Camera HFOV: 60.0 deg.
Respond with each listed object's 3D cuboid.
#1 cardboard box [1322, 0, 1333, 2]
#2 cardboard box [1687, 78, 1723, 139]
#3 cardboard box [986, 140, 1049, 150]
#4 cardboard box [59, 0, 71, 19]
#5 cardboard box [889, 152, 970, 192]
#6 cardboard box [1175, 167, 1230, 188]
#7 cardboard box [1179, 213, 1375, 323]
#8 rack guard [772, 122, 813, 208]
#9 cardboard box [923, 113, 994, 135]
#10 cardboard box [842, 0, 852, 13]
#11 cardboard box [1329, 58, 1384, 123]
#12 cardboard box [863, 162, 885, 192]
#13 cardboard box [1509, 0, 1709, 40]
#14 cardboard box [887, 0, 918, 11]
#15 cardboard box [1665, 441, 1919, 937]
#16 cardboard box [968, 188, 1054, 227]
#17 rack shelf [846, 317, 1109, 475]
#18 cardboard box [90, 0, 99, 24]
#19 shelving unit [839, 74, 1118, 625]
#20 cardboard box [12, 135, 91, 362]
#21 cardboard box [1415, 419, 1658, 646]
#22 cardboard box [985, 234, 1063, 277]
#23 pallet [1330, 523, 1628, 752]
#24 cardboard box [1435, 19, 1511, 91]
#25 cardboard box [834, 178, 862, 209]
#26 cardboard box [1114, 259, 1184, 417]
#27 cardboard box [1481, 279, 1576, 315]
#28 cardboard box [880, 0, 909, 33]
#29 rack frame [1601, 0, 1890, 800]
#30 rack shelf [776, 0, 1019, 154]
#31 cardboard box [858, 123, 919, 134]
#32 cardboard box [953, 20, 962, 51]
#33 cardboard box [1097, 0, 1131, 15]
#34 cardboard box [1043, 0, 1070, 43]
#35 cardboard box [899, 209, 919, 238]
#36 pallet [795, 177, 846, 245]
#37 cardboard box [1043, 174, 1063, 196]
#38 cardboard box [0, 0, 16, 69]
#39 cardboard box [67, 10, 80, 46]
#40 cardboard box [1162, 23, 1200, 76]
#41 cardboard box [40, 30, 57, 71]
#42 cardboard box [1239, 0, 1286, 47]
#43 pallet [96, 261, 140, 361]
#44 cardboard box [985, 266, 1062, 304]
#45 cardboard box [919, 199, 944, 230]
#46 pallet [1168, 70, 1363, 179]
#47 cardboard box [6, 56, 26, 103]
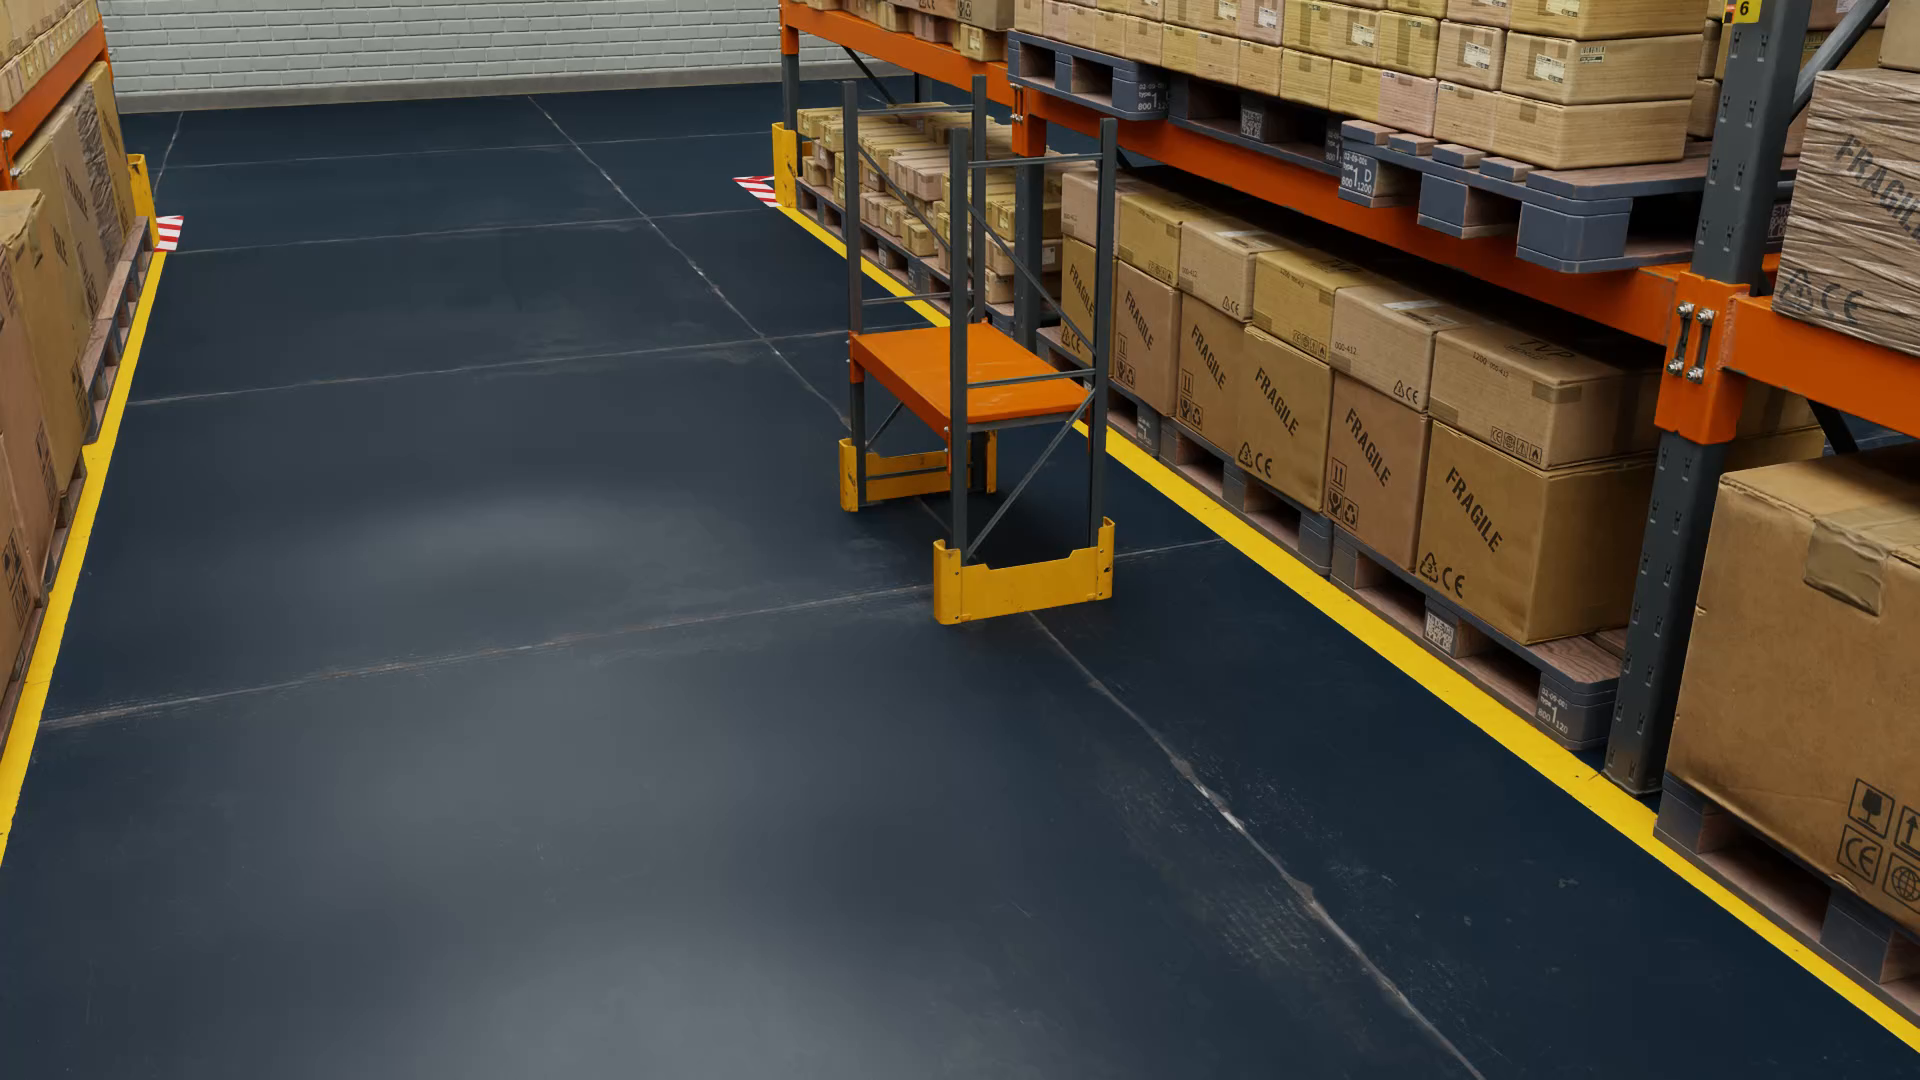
[{"bbox_3d":[1.190,-1.657,4.837,0.380,0.149,0.250,-8,24,-19],"label":"cardboard box"},{"bbox_3d":[2.084,-1.184,4.480,0.380,0.149,0.250,-7,24,-16],"label":"cardboard box"},{"bbox_3d":[0.279,-2.151,9.355,0.380,0.149,0.250,-8,24,-19],"label":"cardboard box"},{"bbox_3d":[-4.575,-2.641,7.963,0.500,0.250,0.500,-9,25,-21],"label":"cardboard box"},{"bbox_3d":[-0.163,-1.983,8.957,0.380,0.149,0.250,-9,25,-21],"label":"cardboard box"},{"bbox_3d":[1.235,-1.423,6.977,0.500,0.250,0.500,-9,24,-20],"label":"cardboard box"},{"bbox_3d":[1.116,-0.975,5.914,0.500,0.250,0.500,-7,24,-17],"label":"cardboard box"},{"bbox_3d":[-0.651,-2.546,11.147,1.175,0.500,0.348,-8,24,-19],"label":"rack guard"},{"bbox_3d":[-0.008,-2.546,10.292,0.380,0.149,0.250,-9,24,-20],"label":"cardboard box"},{"bbox_3d":[-0.477,-3.180,9.755,0.380,0.149,0.250,-7,24,-17],"label":"cardboard box"},{"bbox_3d":[1.282,-1.287,4.725,0.380,0.149,0.250,-9,24,-20],"label":"cardboard box"},{"bbox_3d":[-0.348,-2.141,9.715,0.380,0.149,0.250,-10,25,-22],"label":"cardboard box"},{"bbox_3d":[1.546,-1.286,3.955,0.380,0.149,0.250,-9,25,-21],"label":"cardboard box"},{"bbox_3d":[-0.057,-2.962,8.403,0.500,0.500,0.500,-8,24,-19],"label":"cardboard box"},{"bbox_3d":[2.279,0.258,3.631,1.050,0.750,0.750,-9,24,-20],"label":"cardboard box"},{"bbox_3d":[0.239,-1.607,8.064,0.380,0.149,0.250,-8,24,-18],"label":"cardboard box"},{"bbox_3d":[0.030,-0.494,5.455,0.538,0.185,1.000,-8,24,-19],"label":"rack shelf"},{"bbox_3d":[-4.920,-2.882,9.048,0.380,0.149,0.250,-8,24,-18],"label":"cardboard box"},{"bbox_3d":[0.027,-0.663,5.393,0.587,1.500,1.083,-8,24,-19],"label":"shelving unit"},{"bbox_3d":[-4.099,-1.093,6.677,0.875,0.875,0.875,-8,24,-19],"label":"cardboard box"},{"bbox_3d":[1.671,-0.063,4.716,0.500,0.500,0.500,-8,24,-19],"label":"cardboard box"},{"bbox_3d":[0.327,-1.360,7.861,0.380,0.149,0.250,-8,24,-18],"label":"cardboard box"},{"bbox_3d":[1.874,0.182,5.046,1.003,0.211,1.213,-8,24,-19],"label":"pallet"},{"bbox_3d":[1.452,-1.247,4.247,0.380,0.149,0.250,-7,24,-17],"label":"cardboard box"},{"bbox_3d":[-0.541,-2.090,9.976,0.380,0.149,0.250,-8,24,-18],"label":"cardboard box"},{"bbox_3d":[0.937,-0.817,6.503,0.500,0.500,0.500,-7,24,-17],"label":"cardboard box"},{"bbox_3d":[1.952,-0.674,5.199,0.500,0.250,0.500,-9,24,-20],"label":"cardboard box"},{"bbox_3d":[-0.204,-2.786,8.821,0.380,0.149,0.250,-8,24,-18],"label":"cardboard box"},{"bbox_3d":[2.148,-0.819,3.830,1.000,3.000,0.127,-8,24,-19],"label":"rack frame"},{"bbox_3d":[0.029,-2.667,9.142,1.077,0.370,4.000,-8,24,-19],"label":"rack shelf"},{"bbox_3d":[-0.466,-2.371,9.877,0.380,0.149,0.250,-10,25,-22],"label":"cardboard box"},{"bbox_3d":[0.184,-2.412,7.934,0.380,0.149,0.250,-7,24,-17],"label":"cardboard box"},{"bbox_3d":[0.722,-1.998,6.029,0.380,0.149,0.250,-9,25,-21],"label":"cardboard box"},{"bbox_3d":[0.548,-2.044,6.519,0.380,0.149,0.250,-8,24,-18],"label":"cardboard box"},{"bbox_3d":[-0.117,-1.728,9.117,0.380,0.149,0.250,-8,24,-18],"label":"cardboard box"},{"bbox_3d":[-0.397,-2.113,10.491,1.003,0.211,1.213,-8,24,-19],"label":"pallet"},{"bbox_3d":[0.630,-1.773,8.458,0.380,0.149,0.250,-9,24,-20],"label":"cardboard box"},{"bbox_3d":[-3.862,-1.903,6.212,0.500,0.250,0.500,-9,24,-20],"label":"cardboard box"},{"bbox_3d":[-4.558,-2.511,8.168,0.380,0.149,0.250,-9,24,-20],"label":"cardboard box"},{"bbox_3d":[0.910,-1.670,5.632,0.380,0.149,0.250,-9,24,-20],"label":"cardboard box"},{"bbox_3d":[-4.192,-2.136,7.280,0.380,0.149,0.250,-8,24,-18],"label":"cardboard box"},{"bbox_3d":[1.090,-1.619,5.128,0.380,0.149,0.250,-8,24,-18],"label":"cardboard box"},{"bbox_3d":[-4.571,-1.074,8.027,1.003,0.211,1.213,-8,24,-19],"label":"pallet"},{"bbox_3d":[0.278,-1.247,7.978,0.380,0.149,0.250,-8,24,-18],"label":"cardboard box"},{"bbox_3d":[0.003,-1.746,8.777,0.380,0.149,0.250,-8,24,-18],"label":"cardboard box"},{"bbox_3d":[1.411,-1.444,5.560,1.003,0.211,1.213,-8,24,-19],"label":"pallet"},{"bbox_3d":[-3.827,-1.761,6.389,0.380,0.149,0.250,-9,25,-21],"label":"cardboard box"}]
